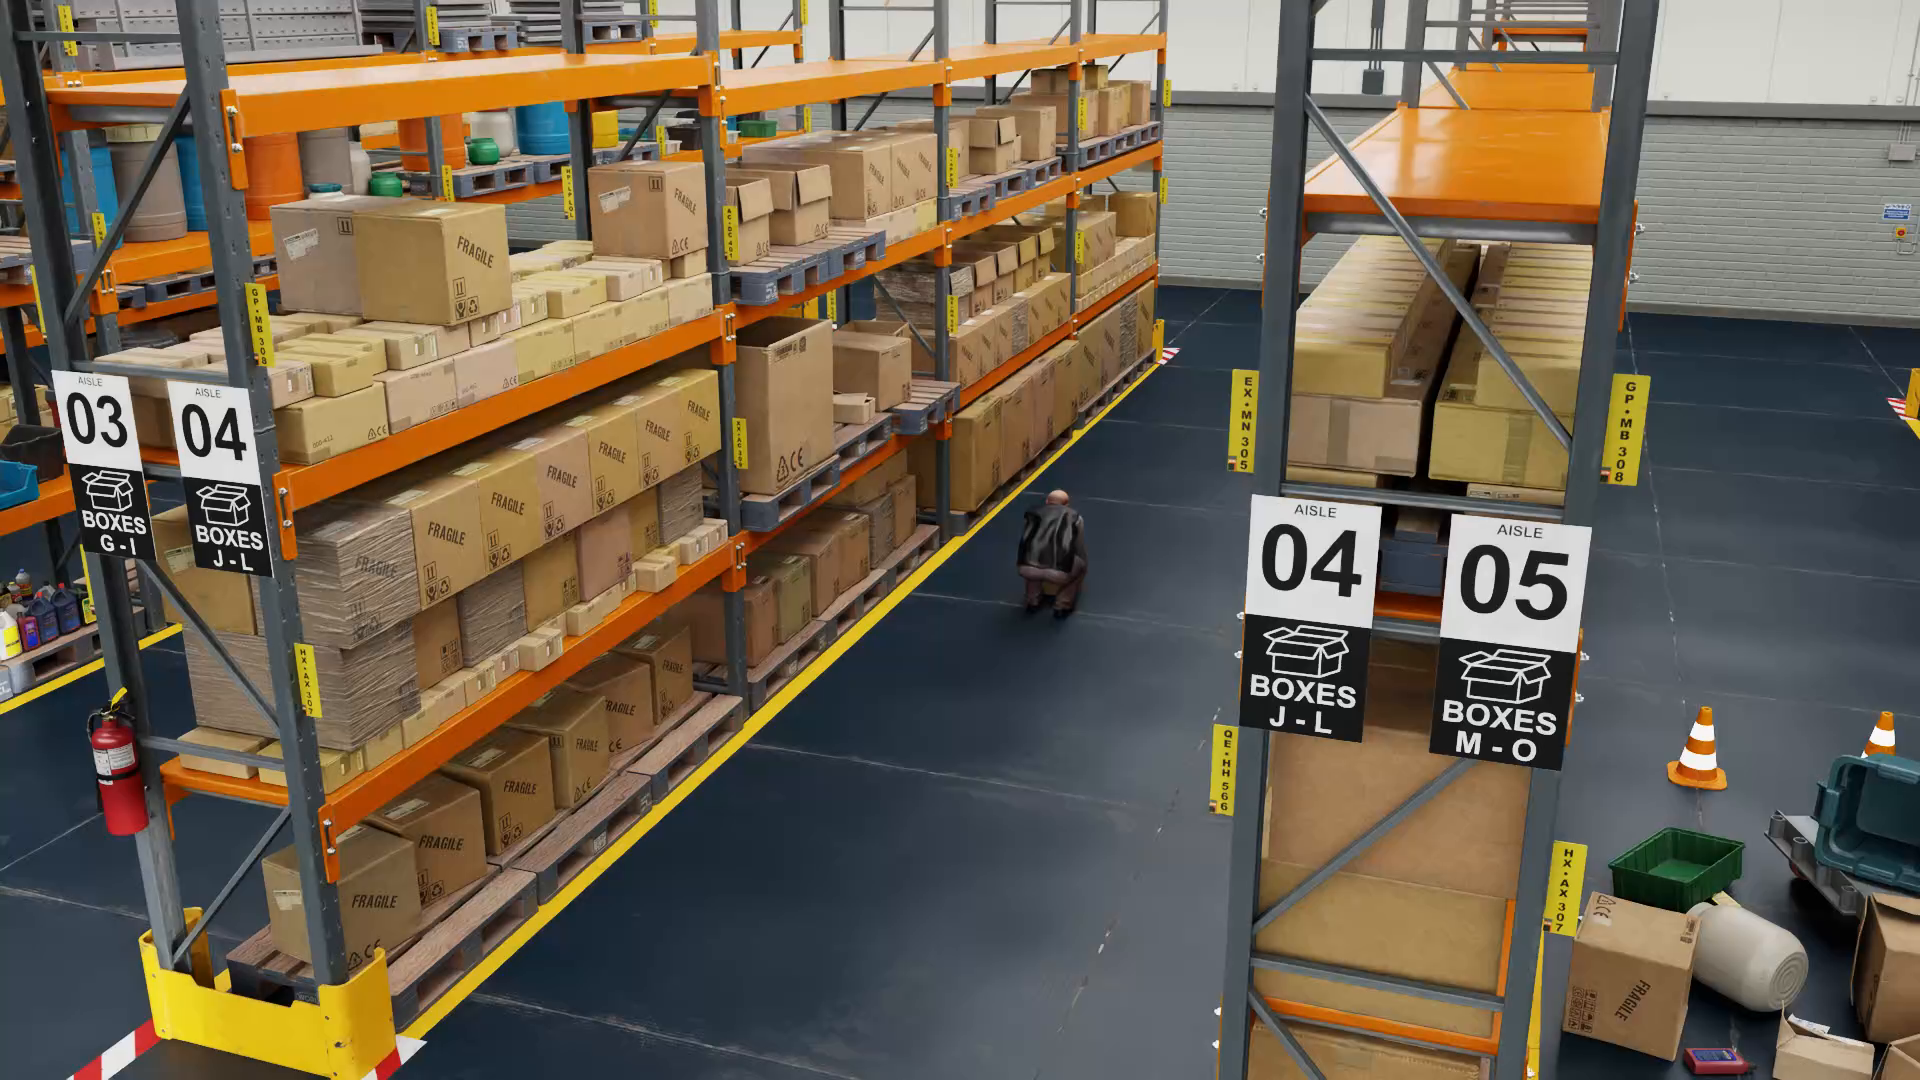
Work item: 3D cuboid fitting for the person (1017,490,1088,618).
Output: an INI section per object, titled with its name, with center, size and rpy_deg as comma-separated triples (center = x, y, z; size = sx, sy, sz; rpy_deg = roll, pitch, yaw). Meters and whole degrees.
[person]
center = 0.725, 0.125, 13.137
size = 0.534, 0.834, 0.871
rpy_deg = 6, 20, 18
